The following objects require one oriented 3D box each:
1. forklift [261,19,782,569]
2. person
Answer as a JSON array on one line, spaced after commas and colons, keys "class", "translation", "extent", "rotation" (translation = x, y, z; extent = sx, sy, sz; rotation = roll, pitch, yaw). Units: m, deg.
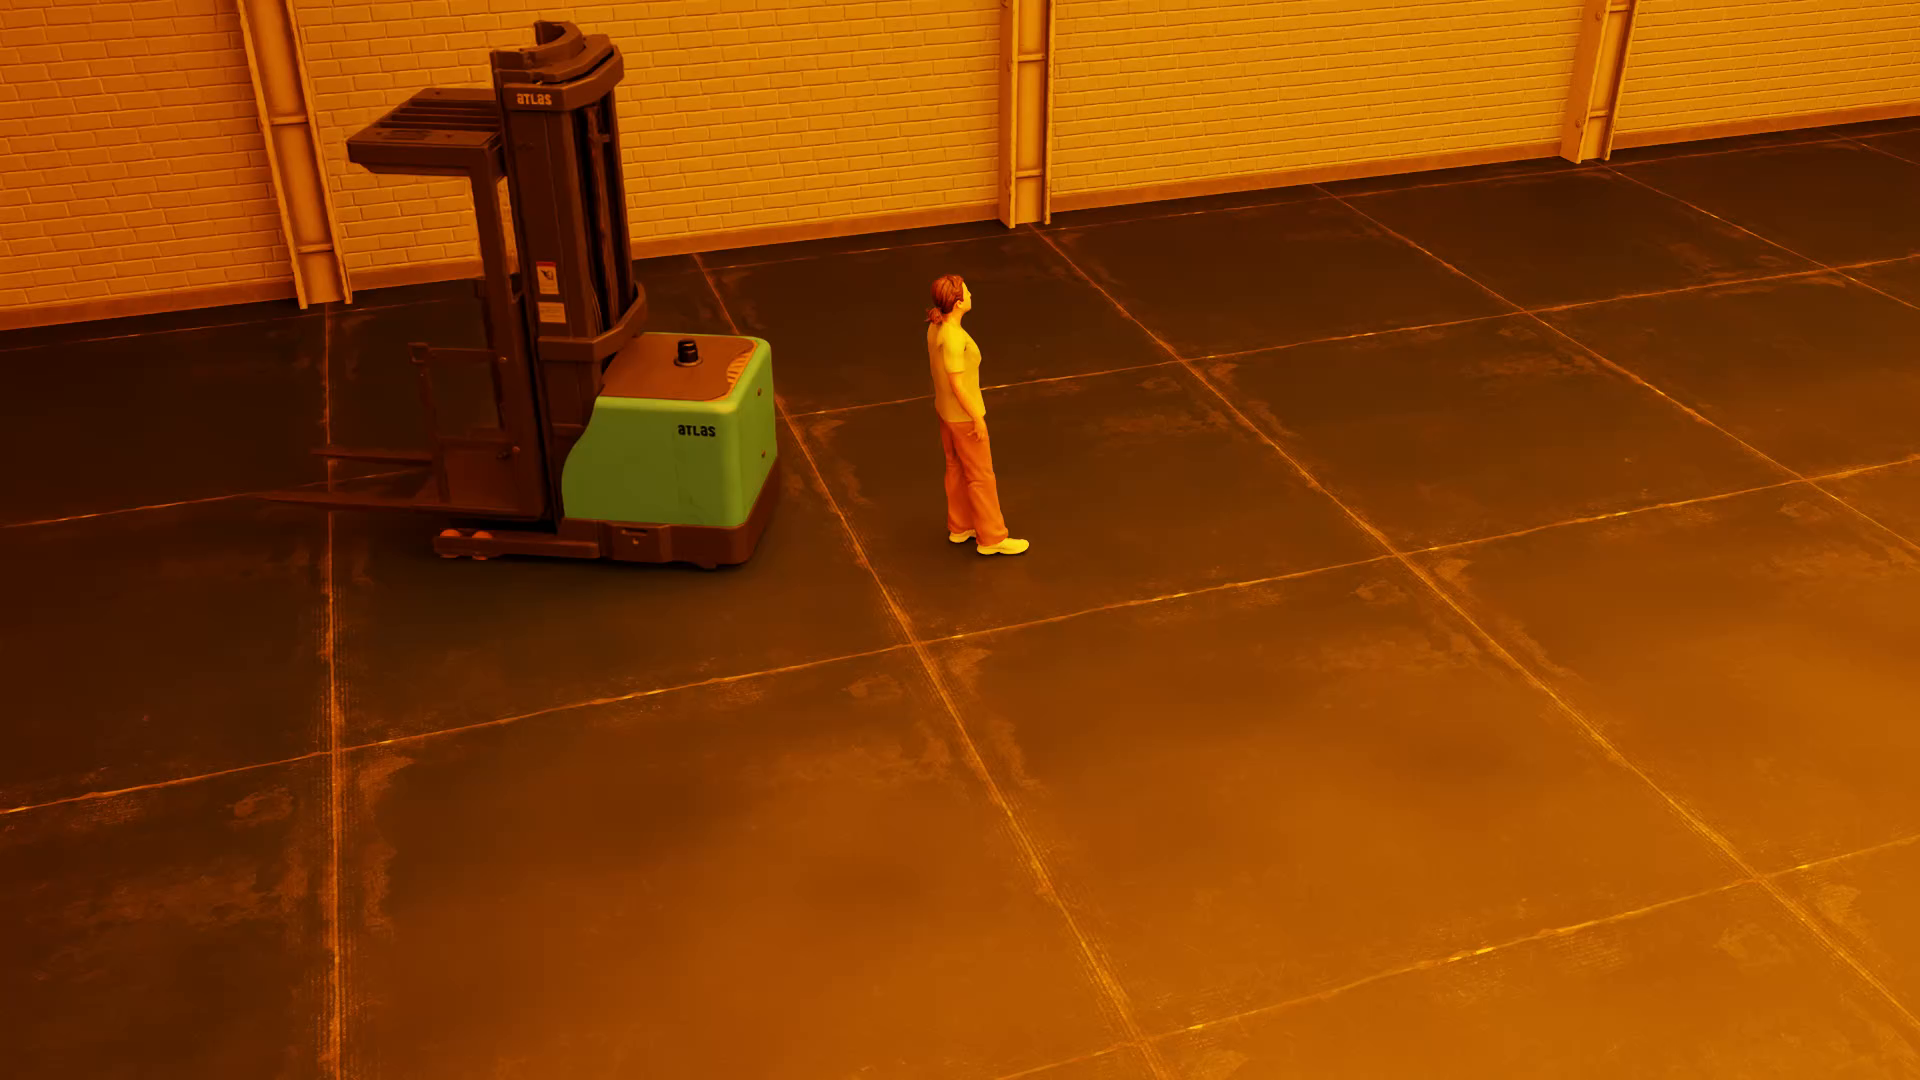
[{"class": "forklift", "translation": [-2.676, -1.409, 9.536], "extent": [3.031, 2.935, 1.130], "rotation": [3, 30, 6]}, {"class": "person", "translation": [0.074, -0.739, 9.616], "extent": [0.548, 1.673, 0.554], "rotation": [-10, 31, -16]}]
